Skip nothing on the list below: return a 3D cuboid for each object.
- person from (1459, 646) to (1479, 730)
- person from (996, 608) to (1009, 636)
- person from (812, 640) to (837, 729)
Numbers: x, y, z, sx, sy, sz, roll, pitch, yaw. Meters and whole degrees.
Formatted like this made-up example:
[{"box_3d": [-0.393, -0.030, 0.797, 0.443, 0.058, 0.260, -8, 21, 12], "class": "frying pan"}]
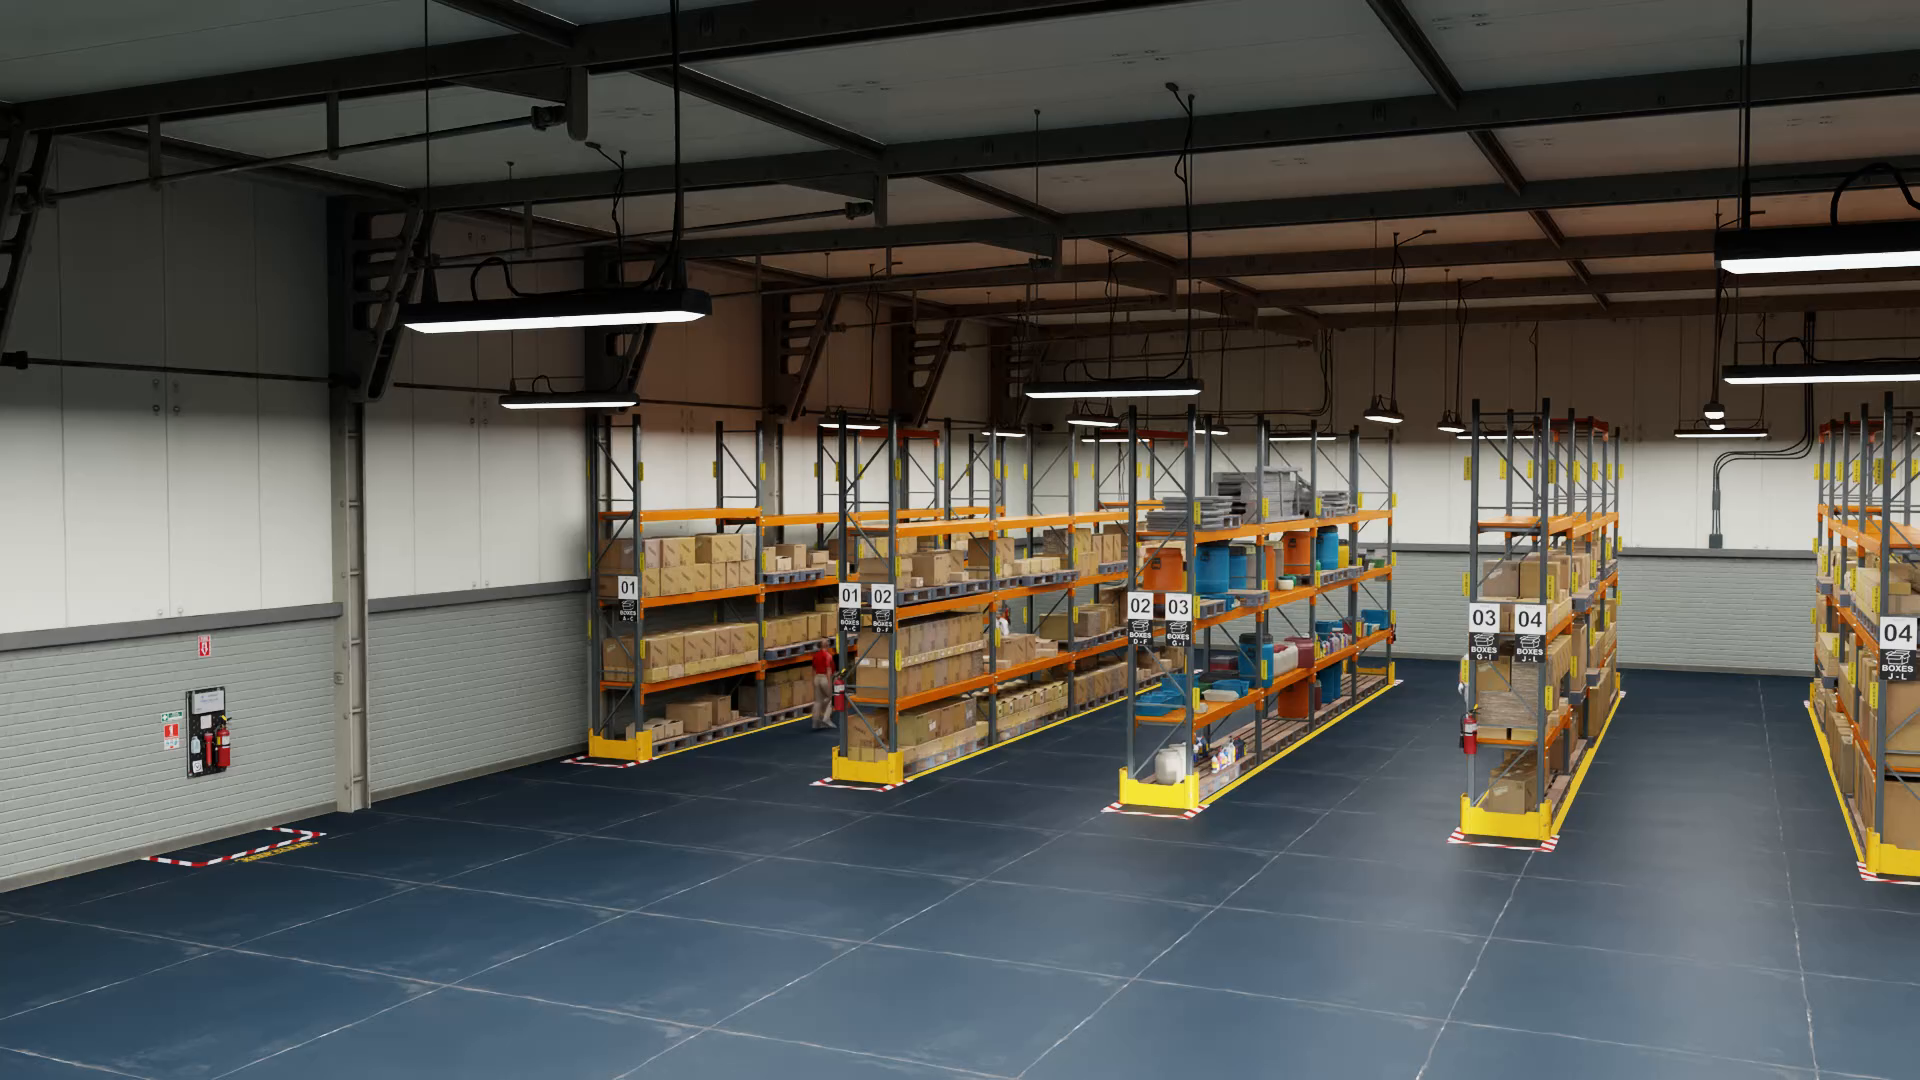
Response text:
[{"box_3d": [9.757, 2.798, 31.619, 0.544, 1.747, 0.902, 2, 3, 35], "class": "person"}, {"box_3d": [0.947, 2.505, 40.582, 0.535, 1.675, 0.636, 2, 3, 33], "class": "person"}, {"box_3d": [-2.670, 2.808, 32.399, 0.574, 1.728, 0.526, 2, 3, 39], "class": "person"}]
